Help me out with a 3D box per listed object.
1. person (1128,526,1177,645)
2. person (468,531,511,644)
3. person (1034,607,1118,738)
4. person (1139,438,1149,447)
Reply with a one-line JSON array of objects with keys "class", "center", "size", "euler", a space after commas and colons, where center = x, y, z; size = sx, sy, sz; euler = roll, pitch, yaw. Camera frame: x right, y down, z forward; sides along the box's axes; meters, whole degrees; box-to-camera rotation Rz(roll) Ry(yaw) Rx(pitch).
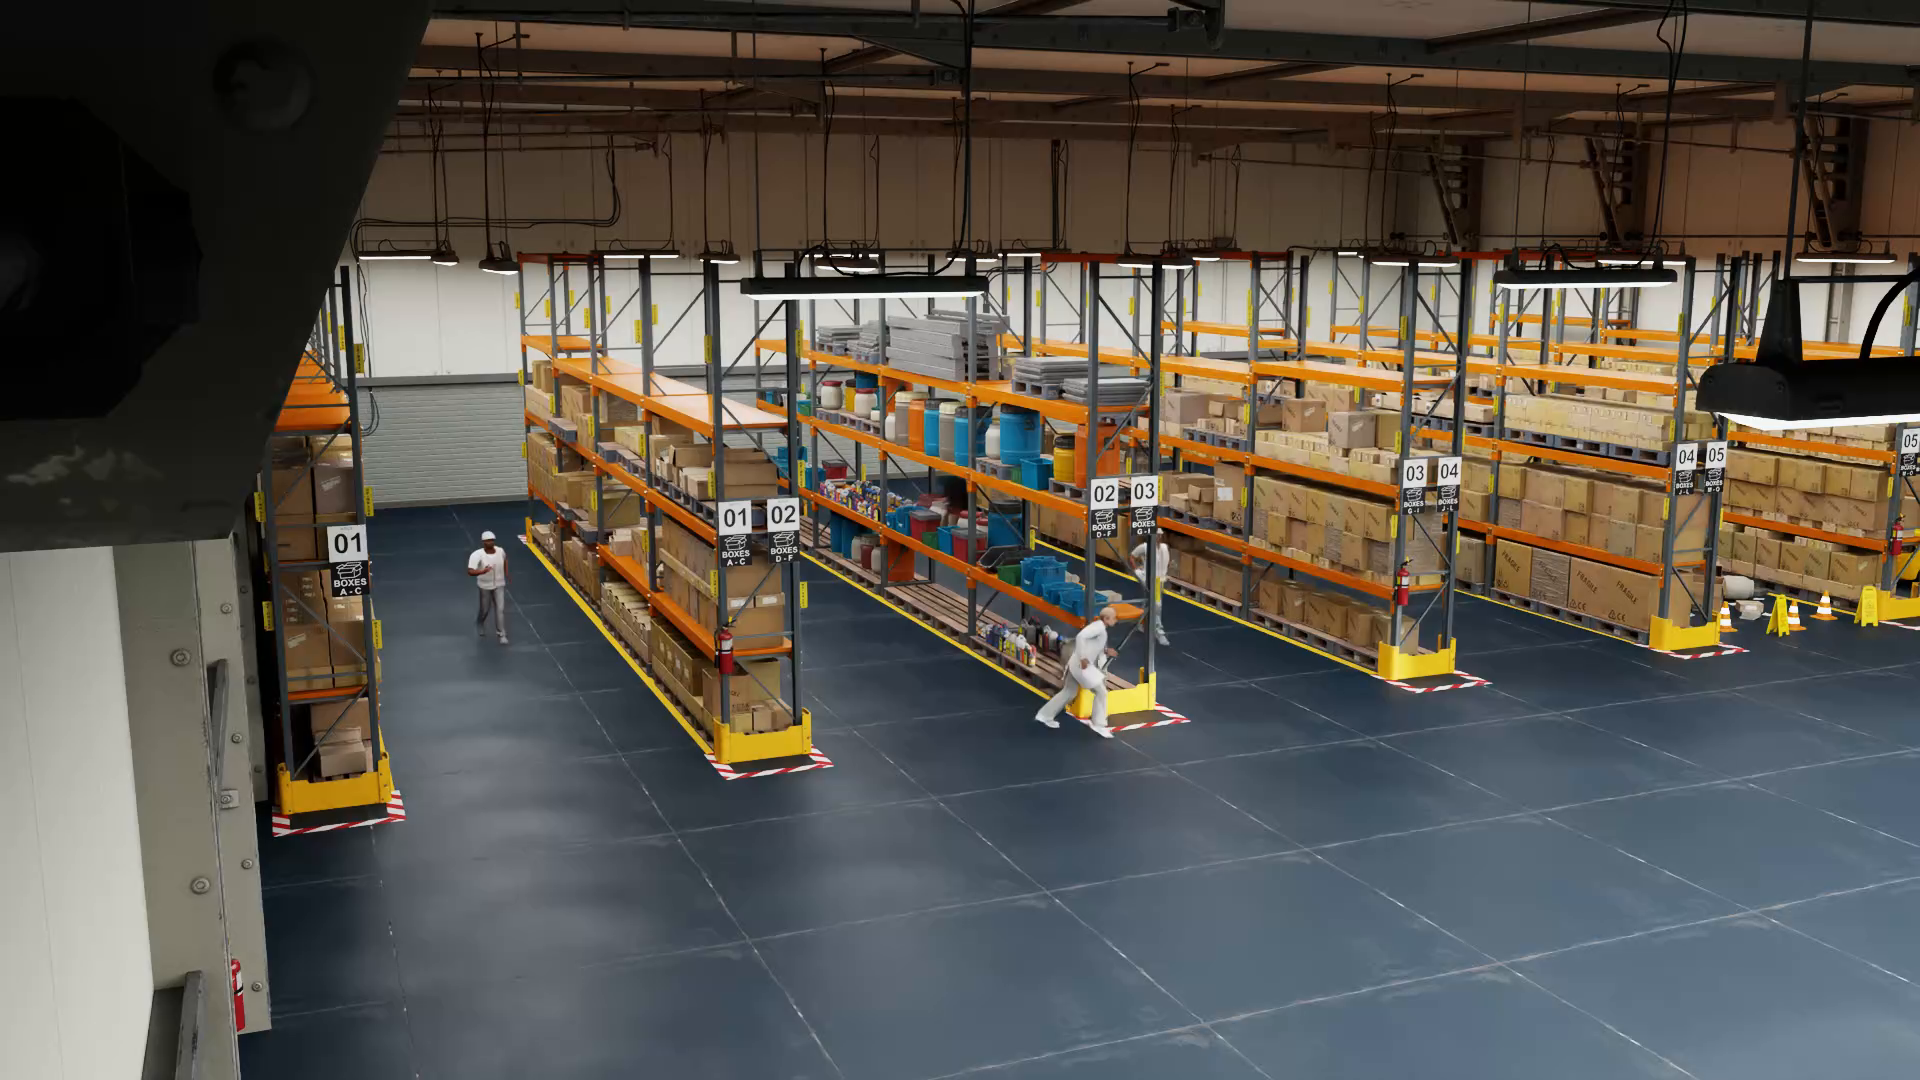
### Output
[{"class": "person", "center": [3.063, 0.686, 26.301], "size": [0.666, 1.838, 0.871], "euler": [-9, 14, -40]}, {"class": "person", "center": [-7.325, 0.718, 25.959], "size": [0.703, 1.739, 1.022], "euler": [-7, 12, -34]}, {"class": "person", "center": [1.482, 1.705, 21.191], "size": [1.058, 1.744, 0.752], "euler": [1, 10, 5]}, {"class": "person", "center": [4.275, -1.545, 38.621], "size": [0.664, 1.768, 0.700], "euler": [-4, 11, -22]}]
